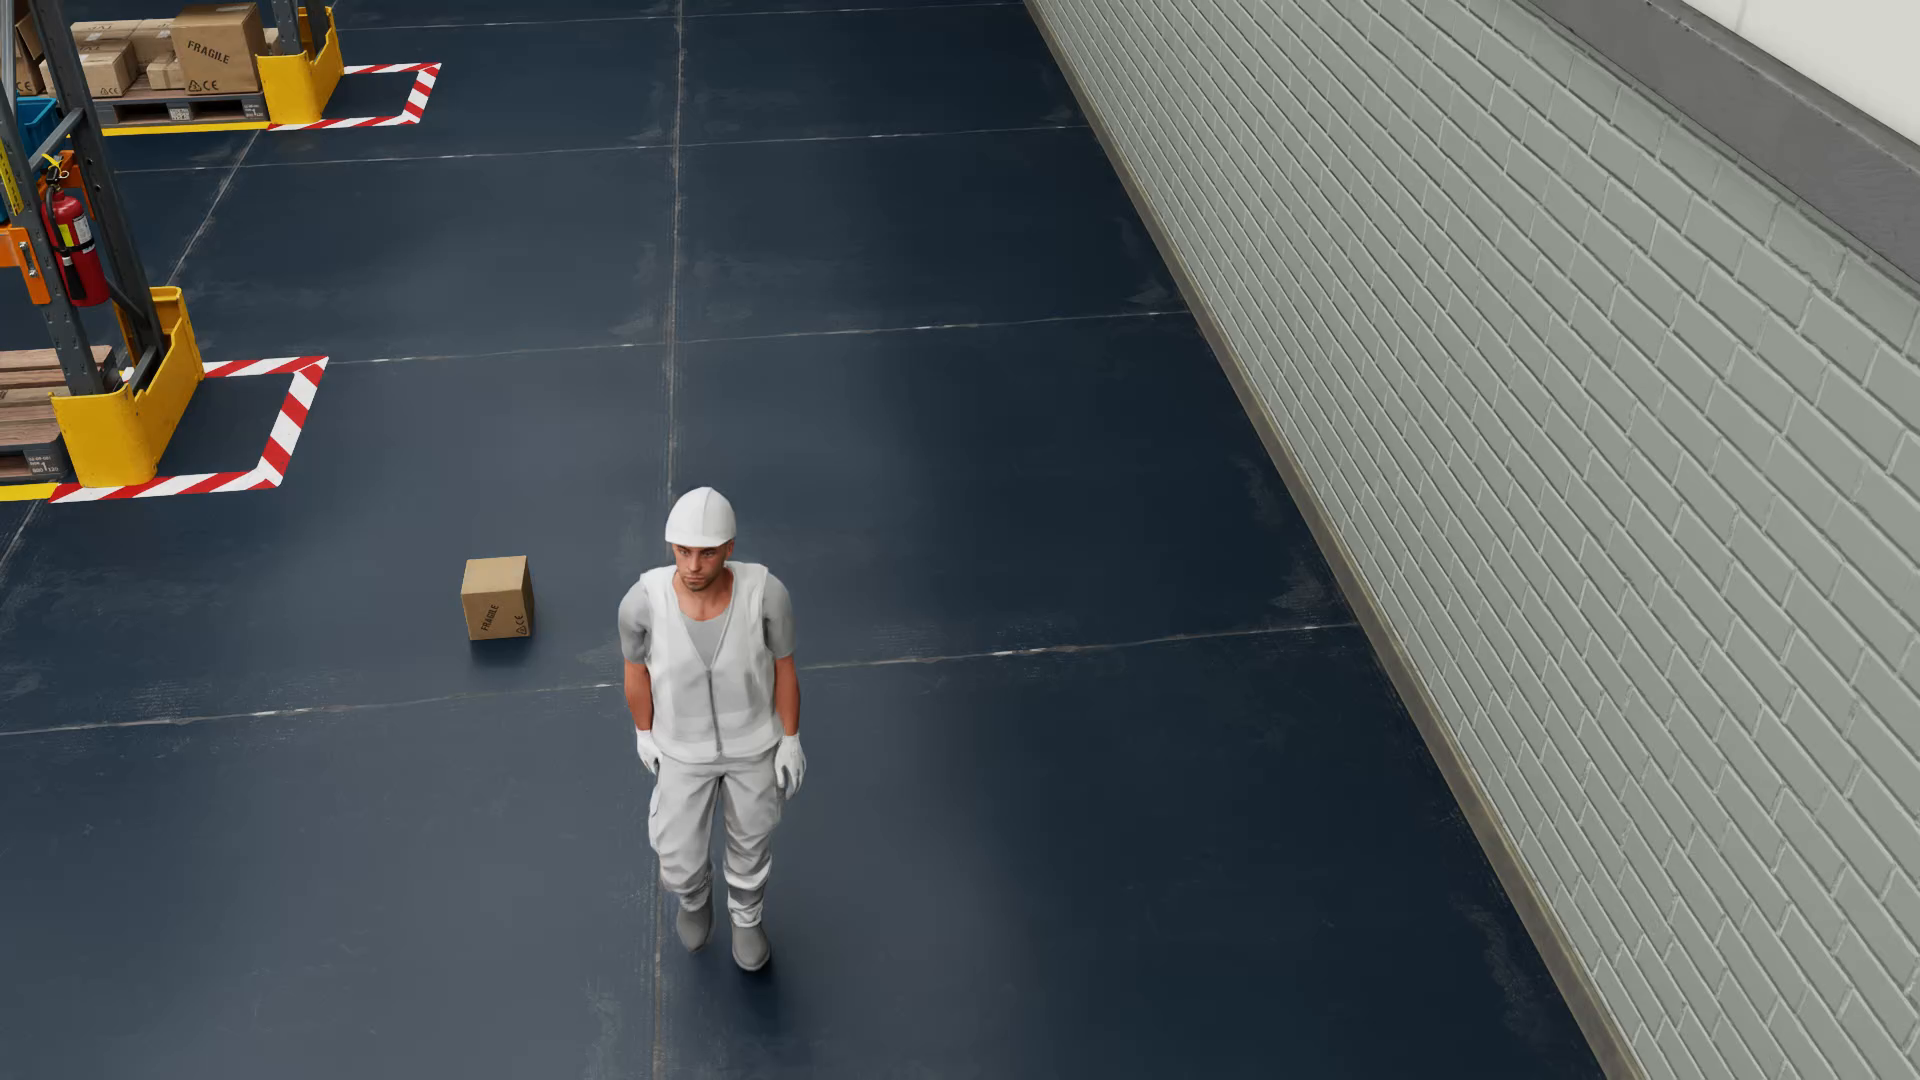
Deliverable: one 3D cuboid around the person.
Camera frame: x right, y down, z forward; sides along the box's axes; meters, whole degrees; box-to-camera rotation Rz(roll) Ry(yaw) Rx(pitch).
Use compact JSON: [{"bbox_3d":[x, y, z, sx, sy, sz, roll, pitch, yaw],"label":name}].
[{"bbox_3d":[-0.743,0.648,5.139,0.530,1.793,0.444,-6,35,-9],"label":"person"}]
